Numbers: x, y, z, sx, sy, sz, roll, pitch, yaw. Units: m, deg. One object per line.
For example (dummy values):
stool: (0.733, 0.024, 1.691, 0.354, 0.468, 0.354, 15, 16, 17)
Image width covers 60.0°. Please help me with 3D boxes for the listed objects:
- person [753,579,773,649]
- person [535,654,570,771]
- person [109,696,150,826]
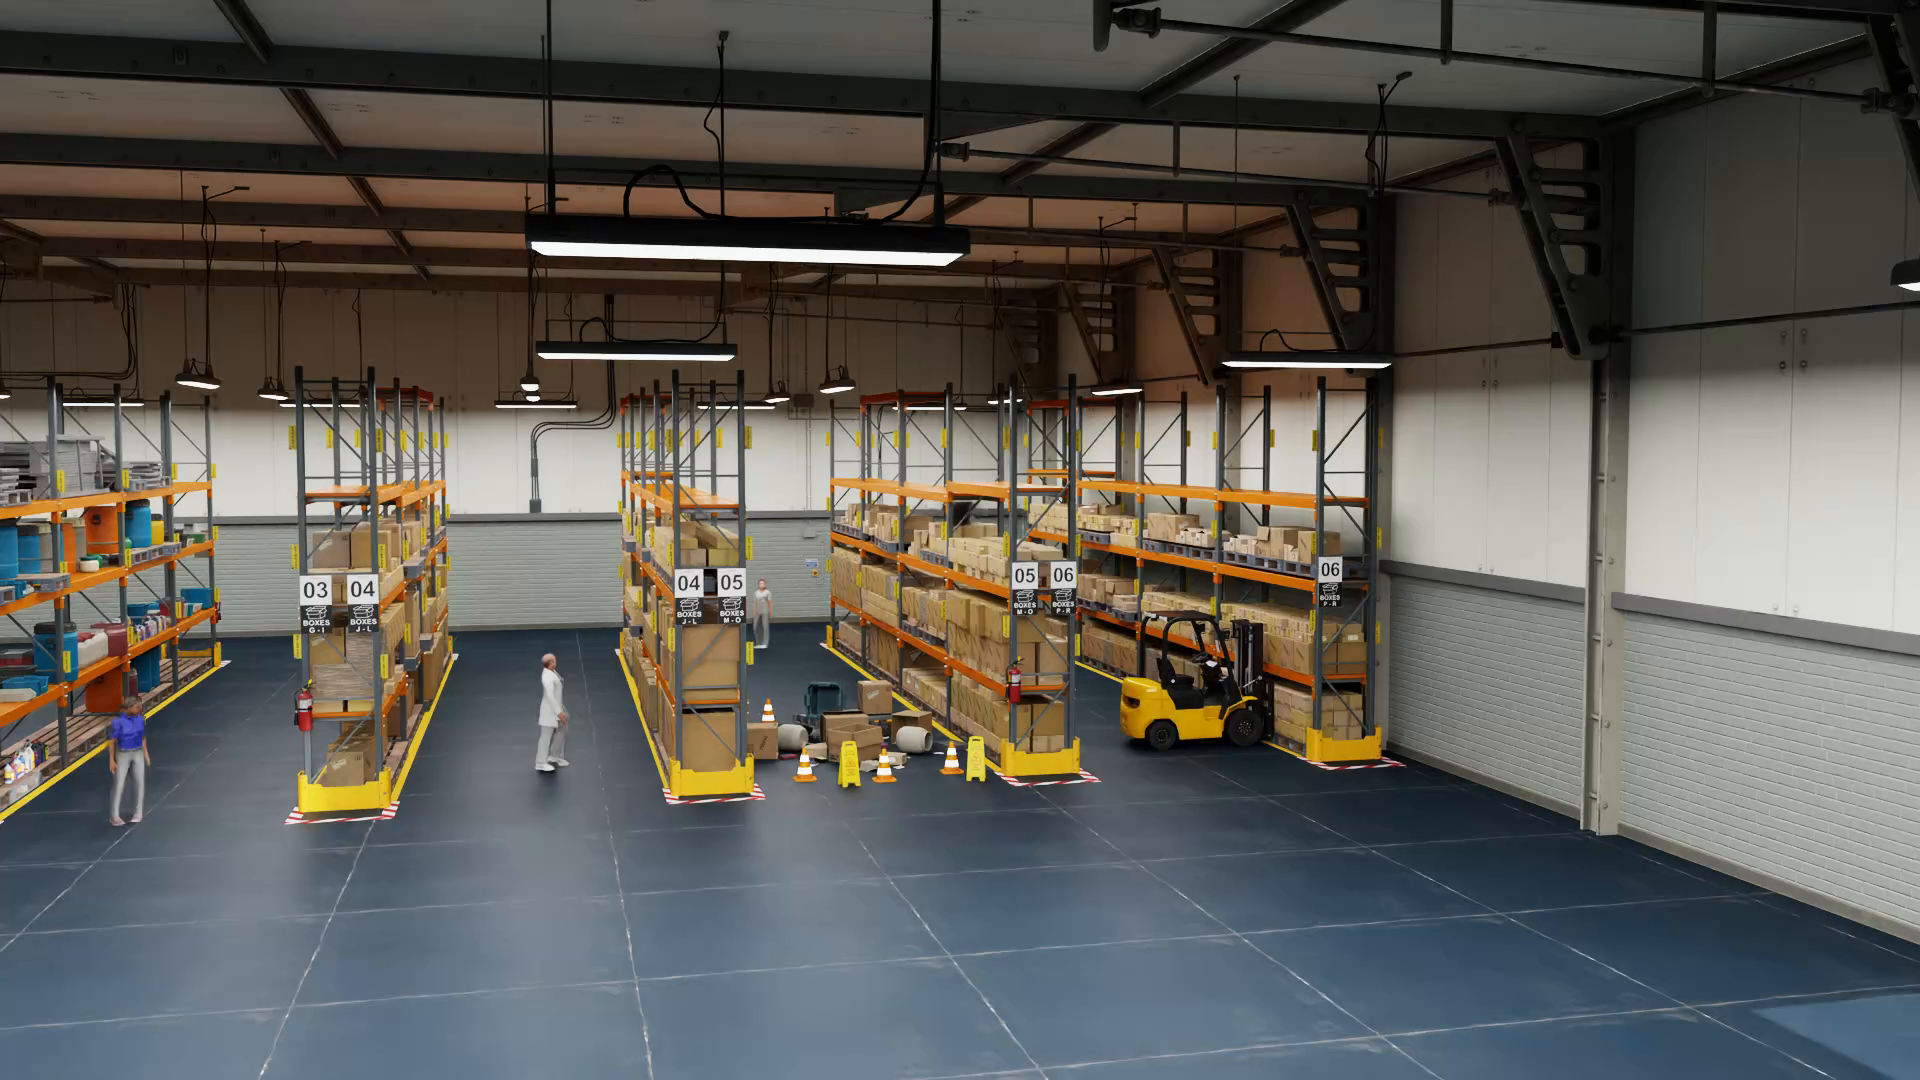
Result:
person: (-4.764, 1.795, 40.099, 0.539, 1.705, 0.377, 1, 4, 24)
person: (-6.201, 2.623, 25.375, 0.529, 1.809, 0.711, 0, 3, 0)
person: (-10.898, 2.881, 21.794, 0.352, 1.657, 0.509, 2, 4, 35)
